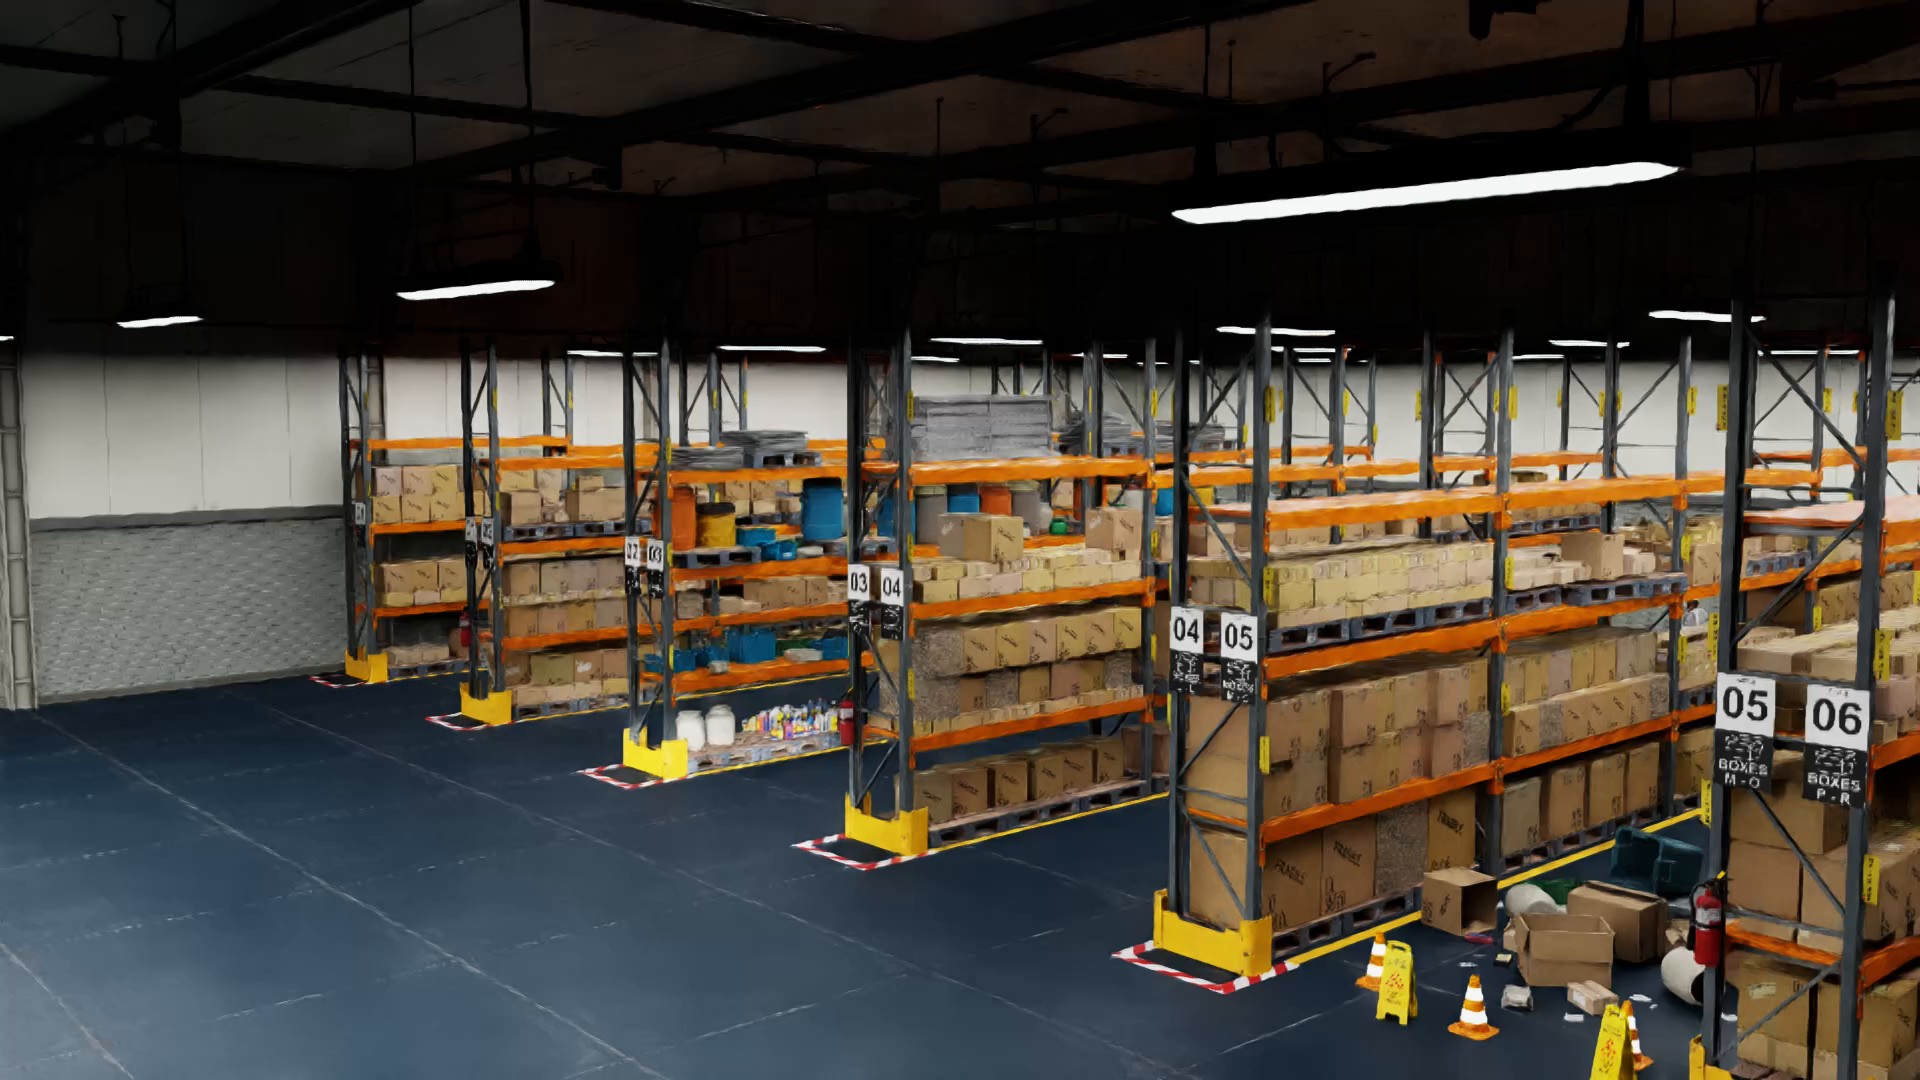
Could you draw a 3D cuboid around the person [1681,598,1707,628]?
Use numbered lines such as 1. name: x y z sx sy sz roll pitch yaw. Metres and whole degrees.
1. person: 12.295 1.764 27.941 0.492 1.784 0.648 5 7 44
